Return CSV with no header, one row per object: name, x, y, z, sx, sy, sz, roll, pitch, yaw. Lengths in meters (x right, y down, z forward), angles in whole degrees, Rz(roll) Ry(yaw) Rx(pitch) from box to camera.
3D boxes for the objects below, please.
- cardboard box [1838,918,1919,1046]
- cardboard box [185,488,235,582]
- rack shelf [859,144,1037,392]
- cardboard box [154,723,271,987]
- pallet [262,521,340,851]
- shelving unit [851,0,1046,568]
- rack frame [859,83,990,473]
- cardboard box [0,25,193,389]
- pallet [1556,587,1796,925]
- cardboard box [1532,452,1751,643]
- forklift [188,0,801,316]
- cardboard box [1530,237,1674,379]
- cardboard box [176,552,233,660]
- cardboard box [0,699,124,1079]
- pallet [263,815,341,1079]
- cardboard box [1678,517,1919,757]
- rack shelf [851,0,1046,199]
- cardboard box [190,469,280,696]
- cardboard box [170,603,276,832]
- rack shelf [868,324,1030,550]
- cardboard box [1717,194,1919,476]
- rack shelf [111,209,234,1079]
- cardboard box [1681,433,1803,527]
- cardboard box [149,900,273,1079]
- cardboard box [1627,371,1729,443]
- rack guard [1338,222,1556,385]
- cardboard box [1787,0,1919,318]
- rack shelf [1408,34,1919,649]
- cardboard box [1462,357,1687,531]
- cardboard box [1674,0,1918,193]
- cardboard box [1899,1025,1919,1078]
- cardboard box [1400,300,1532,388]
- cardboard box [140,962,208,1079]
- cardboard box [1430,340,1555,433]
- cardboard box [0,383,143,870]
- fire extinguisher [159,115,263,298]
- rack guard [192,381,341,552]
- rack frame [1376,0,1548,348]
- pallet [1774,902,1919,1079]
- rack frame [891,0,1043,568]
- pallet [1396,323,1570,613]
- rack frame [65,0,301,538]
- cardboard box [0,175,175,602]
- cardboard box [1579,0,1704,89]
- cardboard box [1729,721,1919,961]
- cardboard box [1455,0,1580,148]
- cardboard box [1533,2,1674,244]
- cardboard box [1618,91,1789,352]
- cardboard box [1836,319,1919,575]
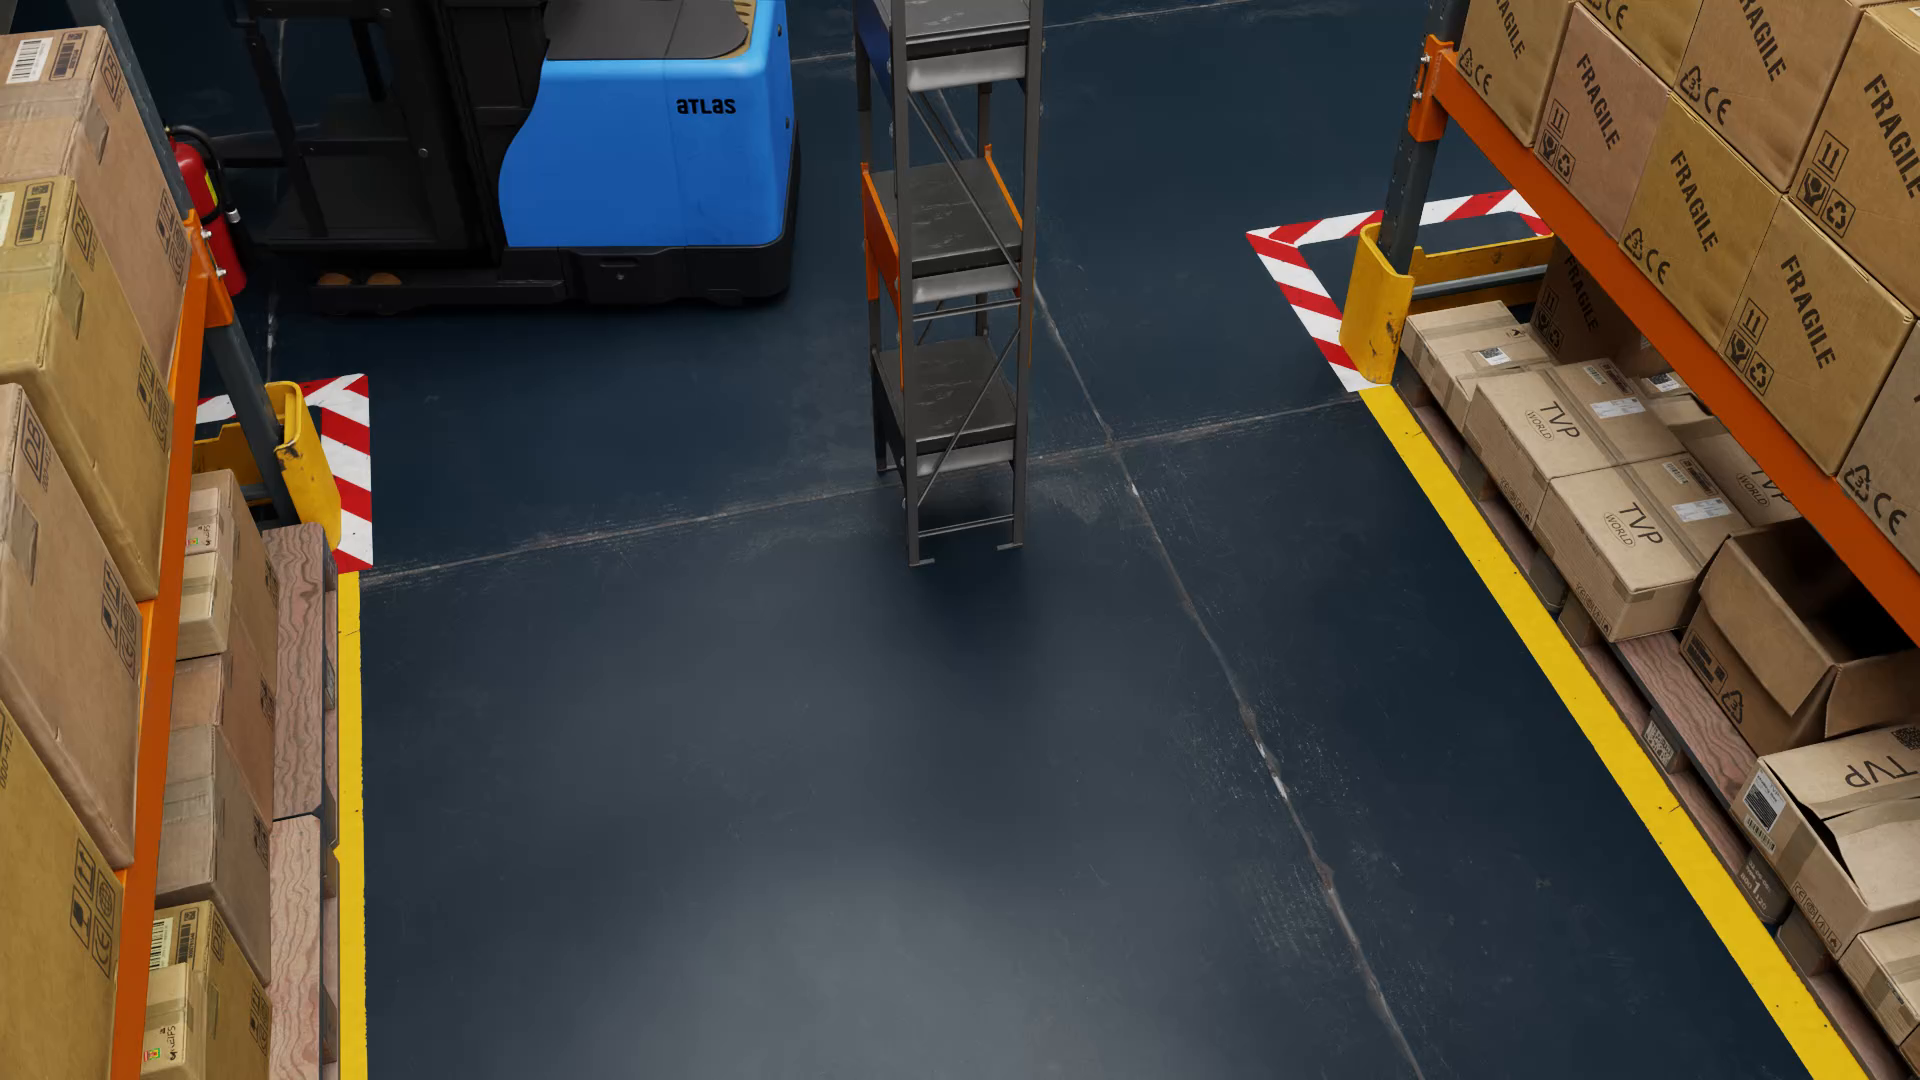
cardboard box,2.509,1.107,4.253,0.380,0.149,0.250,-11,47,-10
cardboard box,-2.243,0.020,4.632,0.380,0.149,0.250,-11,47,-11
rack shelf,-0.042,-0.840,5.122,0.431,0.518,0.480,-11,47,-10
cardboard box,-2.195,0.885,4.239,0.700,0.500,0.500,-12,47,-12
pallet,-2.448,0.513,5.100,1.003,0.211,1.213,-11,47,-10
shelving unit,-0.042,-0.849,5.112,0.431,2.100,0.503,-11,47,-10
rack frame,-0.105,-1.018,5.277,0.400,2.100,0.015,-11,47,-10
cardboard box,-2.588,-0.756,4.180,0.980,0.700,0.700,-9,46,-9
pallet,2.593,0.510,5.102,1.003,0.211,1.213,-11,47,-10
cardboard box,2.180,0.017,5.250,0.500,0.250,0.500,-11,47,-10
forklift,-2.203,-2.301,5.953,3.031,2.935,1.130,0,46,0
cardboard box,2.437,-0.858,5.933,0.500,0.500,0.500,-11,47,-10
cardboard box,-2.177,0.197,4.459,0.380,0.149,0.250,-10,46,-9
cardboard box,-2.009,0.773,2.682,0.980,0.700,0.700,-12,47,-11
pallet,-2.139,1.354,4.276,1.003,0.211,1.213,-11,47,-10
cardboard box,2.597,0.276,4.819,0.797,0.503,0.637,-11,47,-10
rack shelf,-0.042,-1.330,4.622,0.431,0.518,0.480,-11,47,-10
cardboard box,-2.452,0.192,4.918,0.700,0.500,0.500,-11,47,-10
cardboard box,-2.324,0.537,4.579,0.700,0.500,0.500,-11,47,-10
rack shelf,-0.042,-0.350,5.622,0.431,0.518,0.480,-11,47,-10
cardboard box,2.307,-0.542,4.111,0.500,0.500,0.500,-10,46,-10
rack shelf,-2.216,0.632,3.534,1.077,0.370,4.000,-11,47,-10
cardboard box,2.651,-0.109,5.374,0.500,0.250,0.500,-11,47,-10
cardboard box,-2.051,1.251,3.880,0.700,0.500,0.500,-10,46,-9
cardboard box,2.453,-0.445,5.762,0.380,0.166,0.250,-11,47,-10
rack guard,2.079,-0.982,6.362,1.175,0.500,0.348,-11,47,-10
cardboard box,2.313,-0.883,3.745,0.500,0.500,0.500,-11,47,-11
rack shelf,2.571,-0.277,4.425,1.077,0.370,4.000,-11,47,-10
cardboard box,2.052,-0.328,5.589,0.500,0.250,0.500,-11,47,-10
cardboard box,2.183,-1.234,4.089,0.500,0.500,0.500,-10,46,-10
cardboard box,2.663,1.232,3.885,0.500,0.500,0.500,-11,47,-10
cardboard box,1.834,-0.713,6.037,0.380,0.149,0.250,-11,47,-10
cardboard box,-1.842,1.096,3.577,0.380,0.149,0.250,-12,47,-11
cardboard box,1.898,-0.547,5.862,0.380,0.166,0.250,-11,47,-10
cardboard box,-2.205,0.273,3.173,0.980,0.700,0.700,-13,47,-12
fire extinguisher,-2.321,-1.032,4.976,0.296,0.674,0.183,-11,47,-10
rack guard,-2.734,-0.143,5.540,1.175,0.500,0.348,-11,47,-10
rack frame,2.059,-1.909,5.521,1.000,3.000,0.127,-11,47,-10
pallet,2.908,1.354,4.275,1.003,0.211,1.213,-11,47,-10
rack frame,0.020,-0.681,4.947,0.400,2.100,0.015,-11,47,-10
pallet,2.284,-0.330,5.926,1.003,0.211,1.213,-11,47,-10
rack frame,-2.728,-1.001,4.631,1.000,3.000,0.127,-11,47,-10
cardboard box,-2.391,-0.255,3.690,0.980,0.700,0.700,-11,47,-11
cardboard box,2.059,-1.580,4.428,0.500,0.500,0.500,-10,46,-10
cardboard box,2.471,0.780,4.460,0.500,0.311,0.500,-11,47,-10
cardboard box,1.918,-1.590,5.138,0.500,0.500,0.500,-10,46,-9
cardboard box,2.055,-1.234,4.790,0.500,0.500,0.500,-11,47,-11
cardboard box,2.181,-0.887,4.449,0.500,0.500,0.500,-11,47,-10
cardboard box,2.440,-0.191,3.767,0.500,0.500,0.500,-10,46,-9
